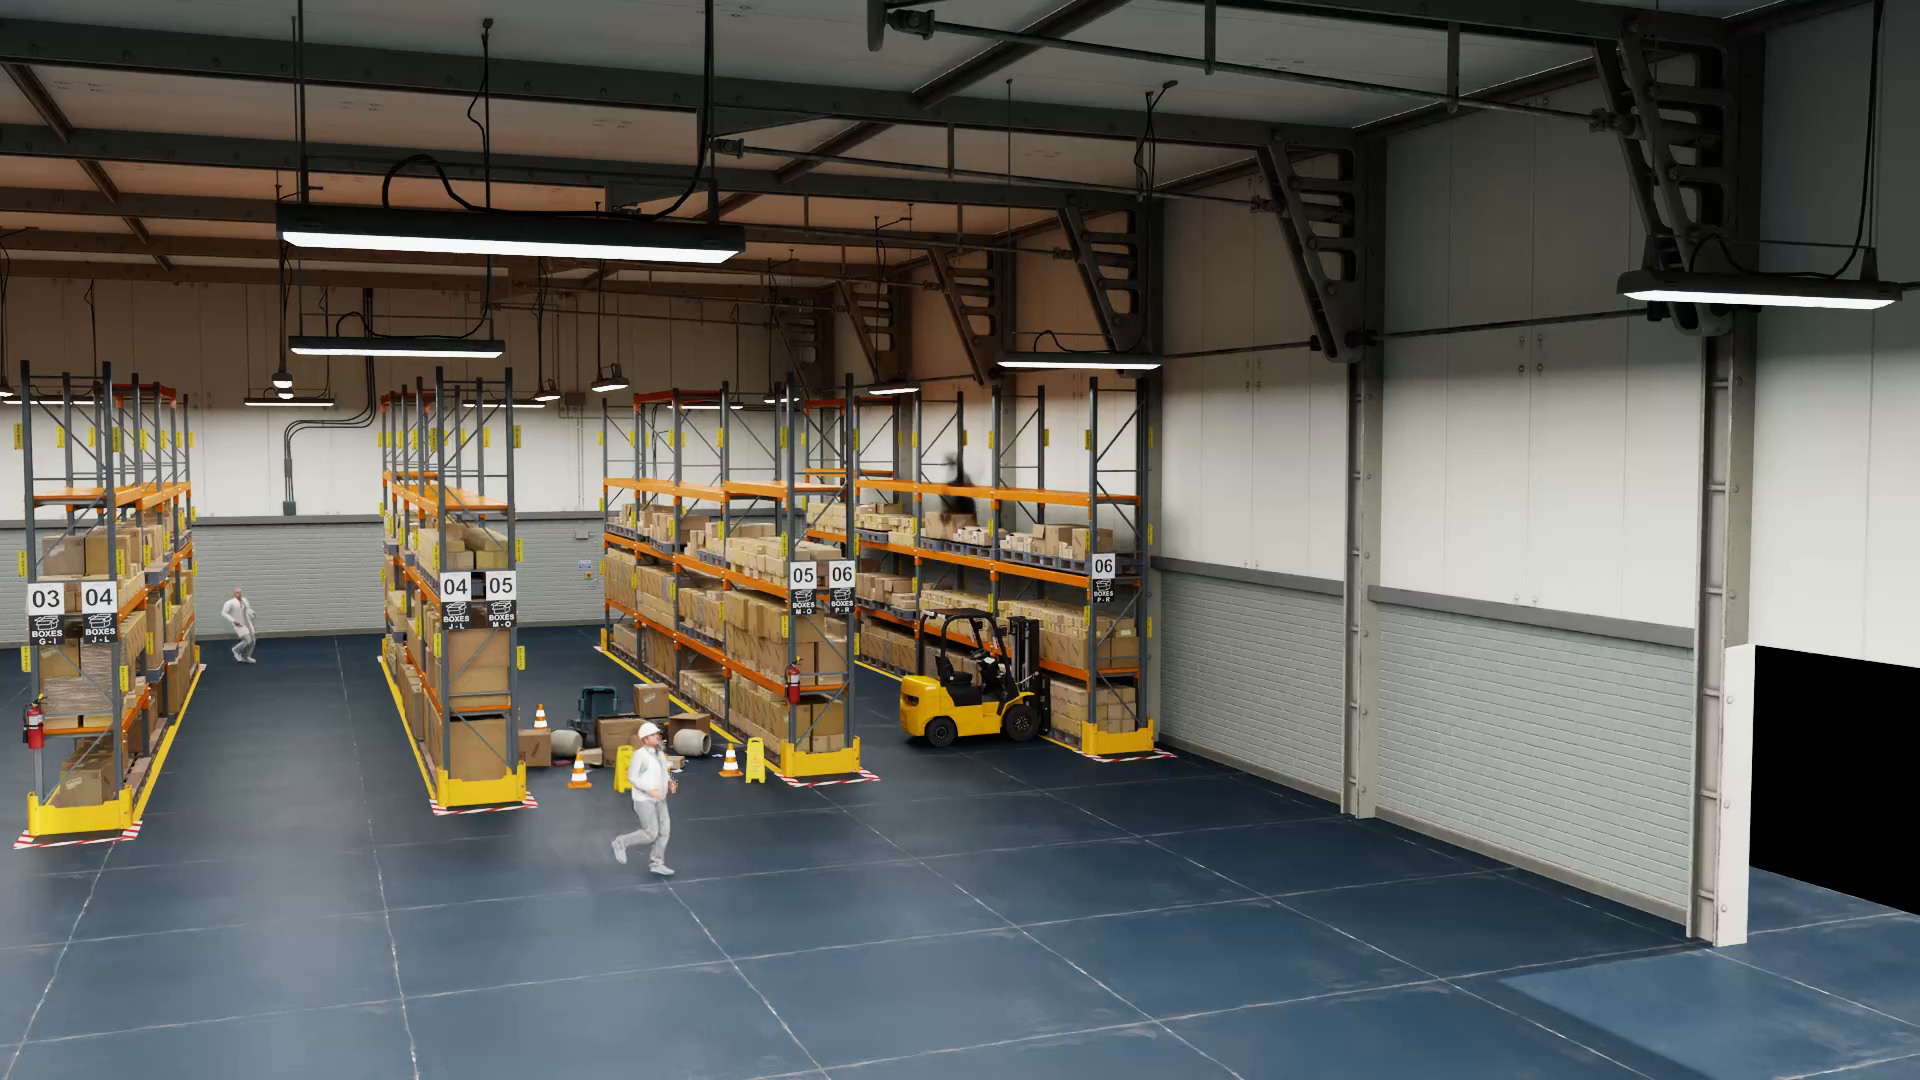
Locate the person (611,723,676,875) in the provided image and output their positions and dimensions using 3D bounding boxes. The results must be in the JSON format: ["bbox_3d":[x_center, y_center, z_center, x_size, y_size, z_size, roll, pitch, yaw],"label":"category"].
[{"bbox_3d":[-3.630,2.984,19.258,0.723,1.760,0.667,1,4,22],"label":"person"}]

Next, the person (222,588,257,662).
[{"bbox_3d":[-16.083,1.916,37.238,0.609,1.704,0.715,1,4,20],"label":"person"}]
